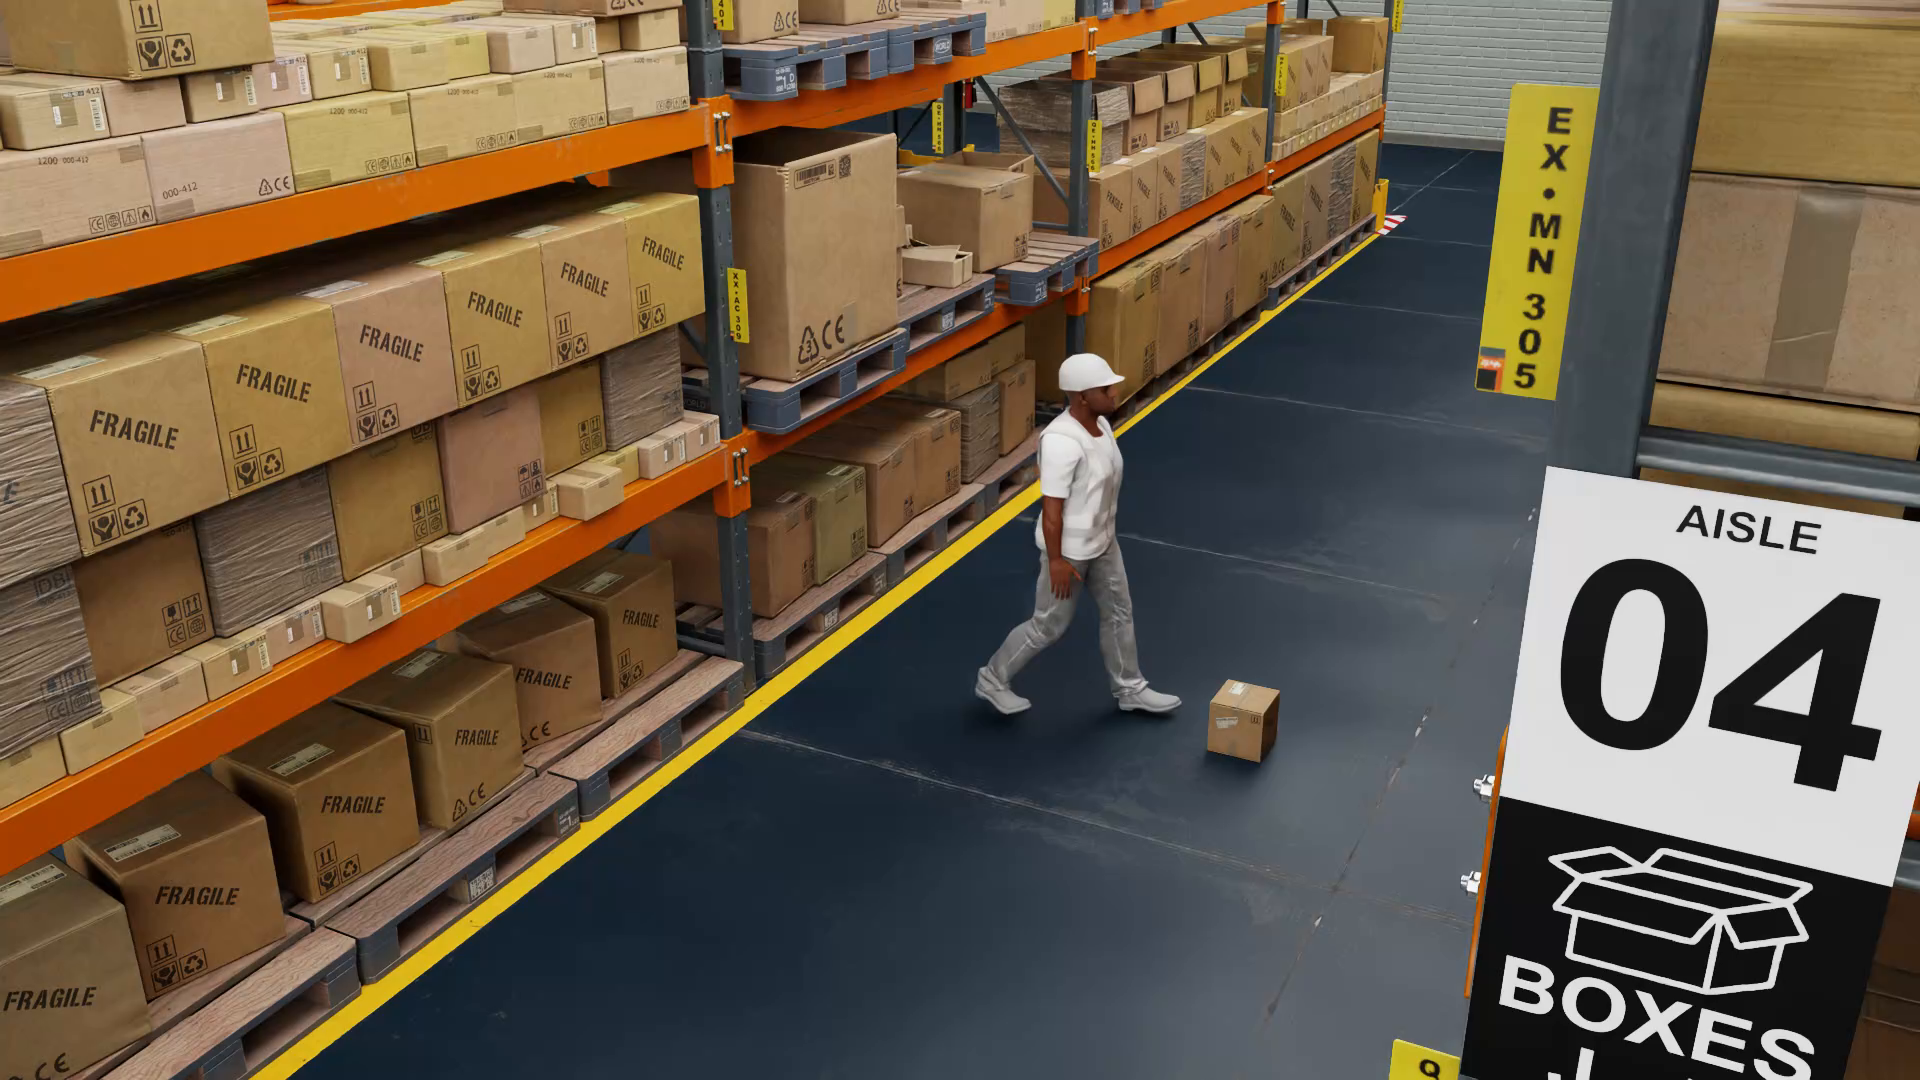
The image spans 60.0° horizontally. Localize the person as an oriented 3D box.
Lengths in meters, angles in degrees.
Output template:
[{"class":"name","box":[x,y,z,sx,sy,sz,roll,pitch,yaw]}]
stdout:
[{"class":"person","box":[0.558,0.007,7.545,0.904,1.743,0.602,11,25,25]}]
